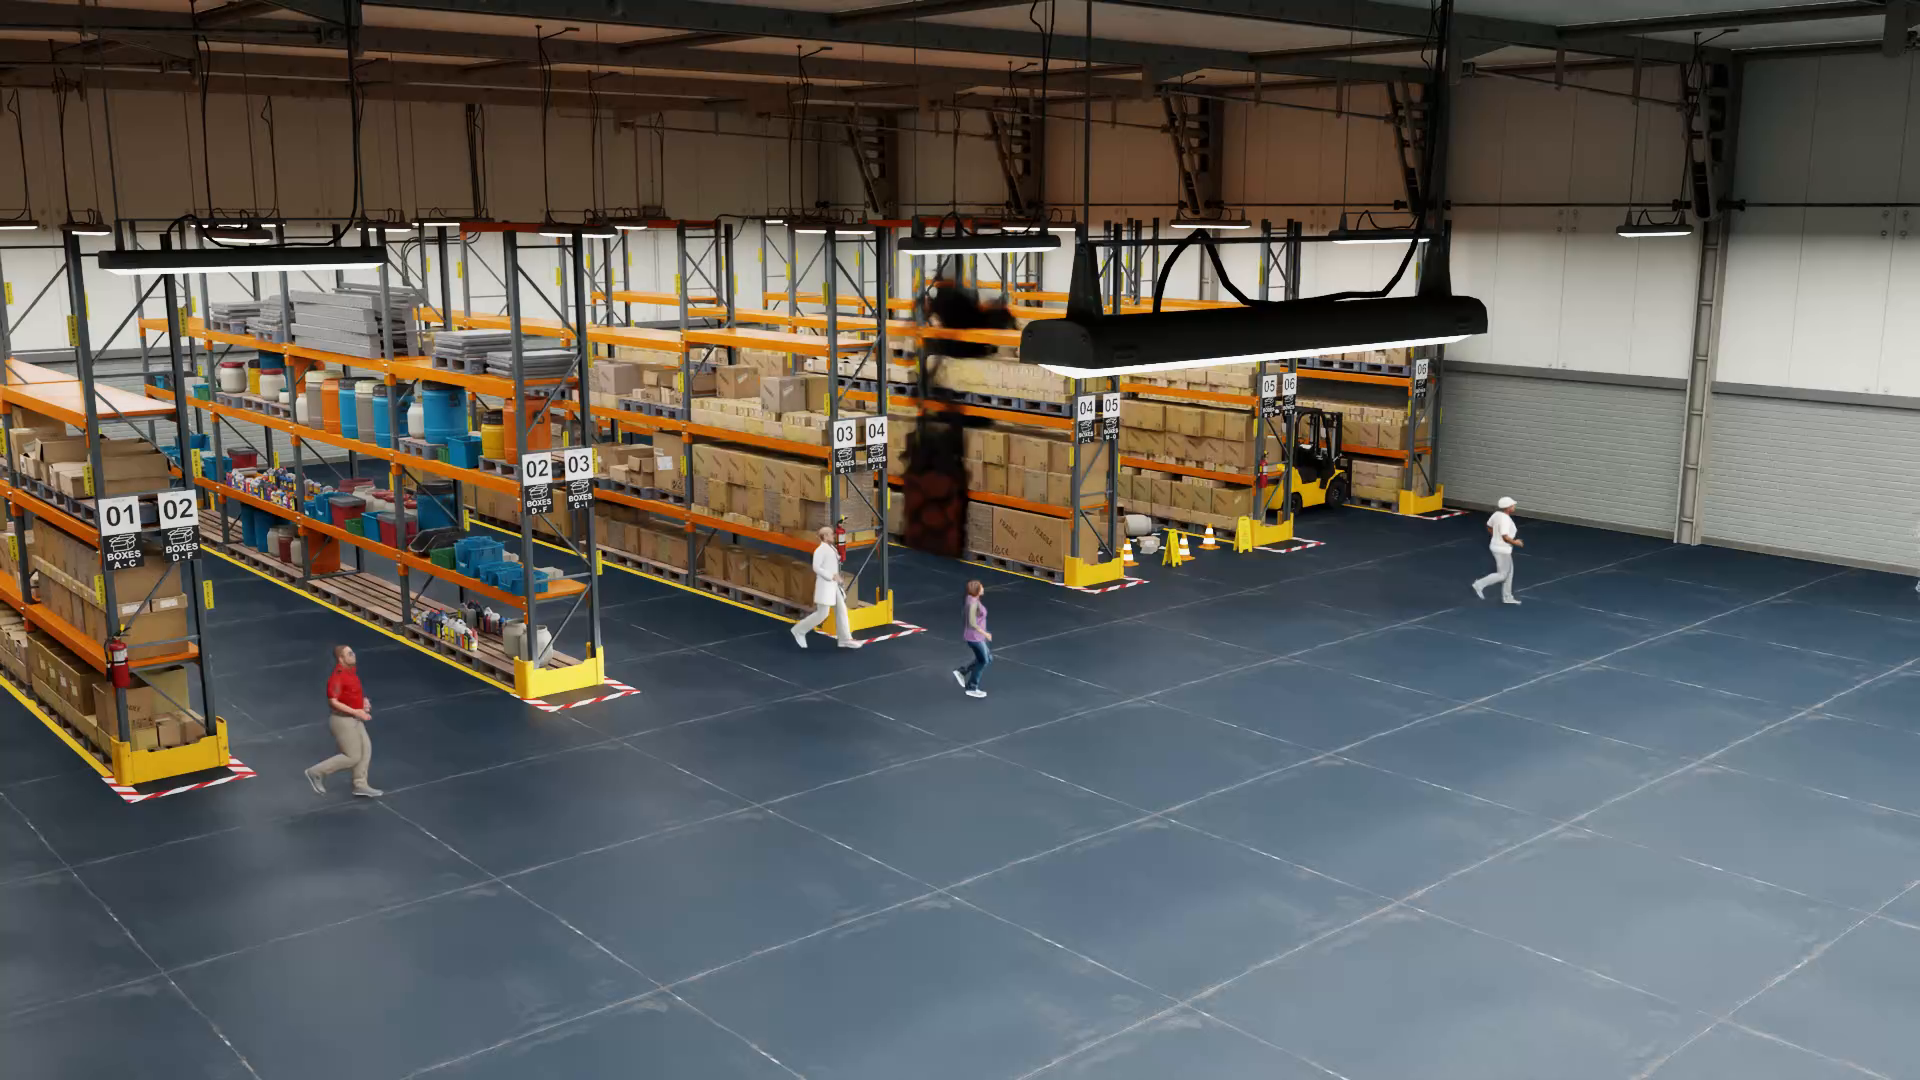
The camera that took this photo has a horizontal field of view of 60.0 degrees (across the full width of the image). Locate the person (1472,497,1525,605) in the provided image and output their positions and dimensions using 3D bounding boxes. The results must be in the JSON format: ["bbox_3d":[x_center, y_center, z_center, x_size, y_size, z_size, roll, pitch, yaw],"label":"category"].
[{"bbox_3d":[8.623,0.177,26.627,0.862,1.760,0.708,0,11,1],"label":"person"}]

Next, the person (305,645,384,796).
[{"bbox_3d":[-6.672,1.963,17.928,0.760,1.718,0.667,-2,12,-12],"label":"person"}]

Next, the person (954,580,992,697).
[{"bbox_3d":[0.163,1.279,21.640,0.496,1.566,0.541,-1,11,-6],"label":"person"}]

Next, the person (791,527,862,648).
[{"bbox_3d":[-1.909,0.671,24.041,1.043,1.742,0.784,1,12,7],"label":"person"}]
